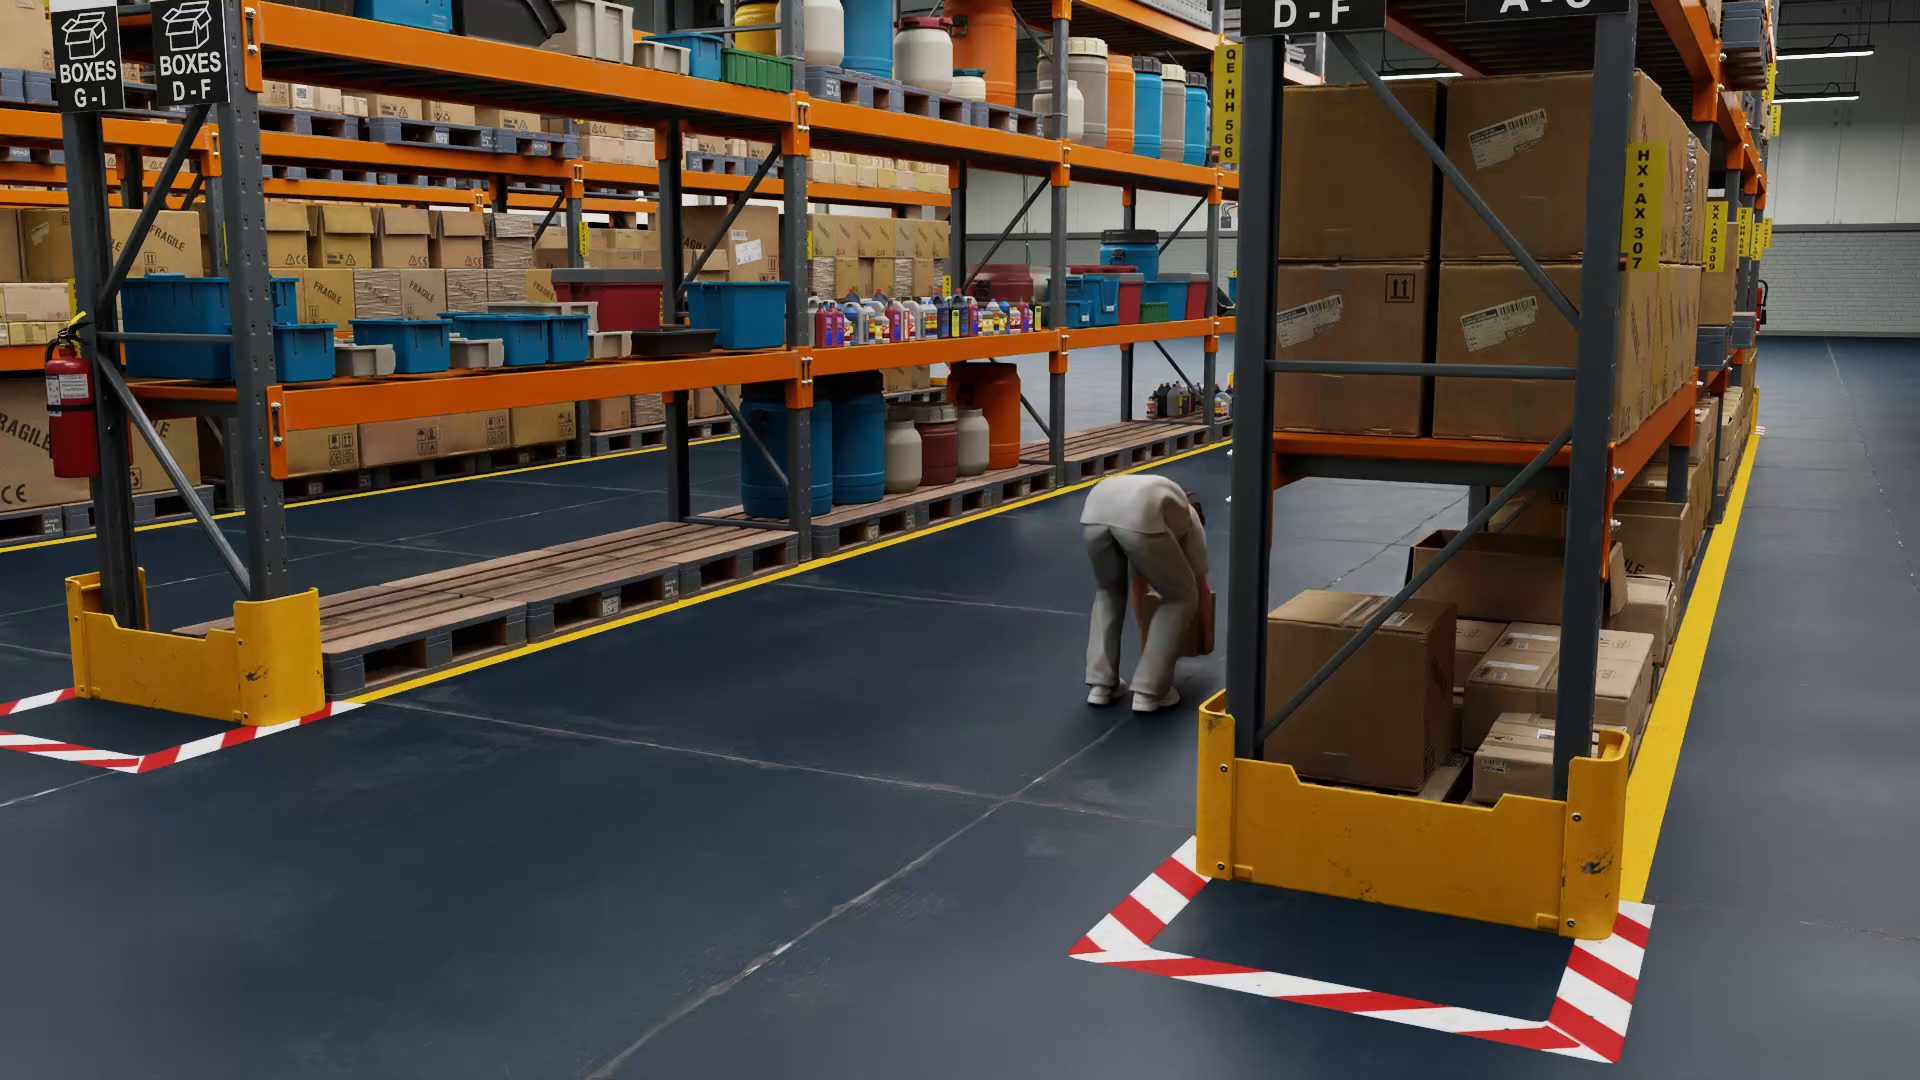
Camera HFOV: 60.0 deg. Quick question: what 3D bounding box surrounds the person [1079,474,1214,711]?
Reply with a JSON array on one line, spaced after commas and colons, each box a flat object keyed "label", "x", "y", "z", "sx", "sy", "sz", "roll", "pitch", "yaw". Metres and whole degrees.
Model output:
[{"label": "person", "x": 0.806, "y": 0.210, "z": 6.997, "sx": 0.458, "sy": 0.903, "sz": 0.858, "roll": 6, "pitch": 11, "yaw": 31}]
